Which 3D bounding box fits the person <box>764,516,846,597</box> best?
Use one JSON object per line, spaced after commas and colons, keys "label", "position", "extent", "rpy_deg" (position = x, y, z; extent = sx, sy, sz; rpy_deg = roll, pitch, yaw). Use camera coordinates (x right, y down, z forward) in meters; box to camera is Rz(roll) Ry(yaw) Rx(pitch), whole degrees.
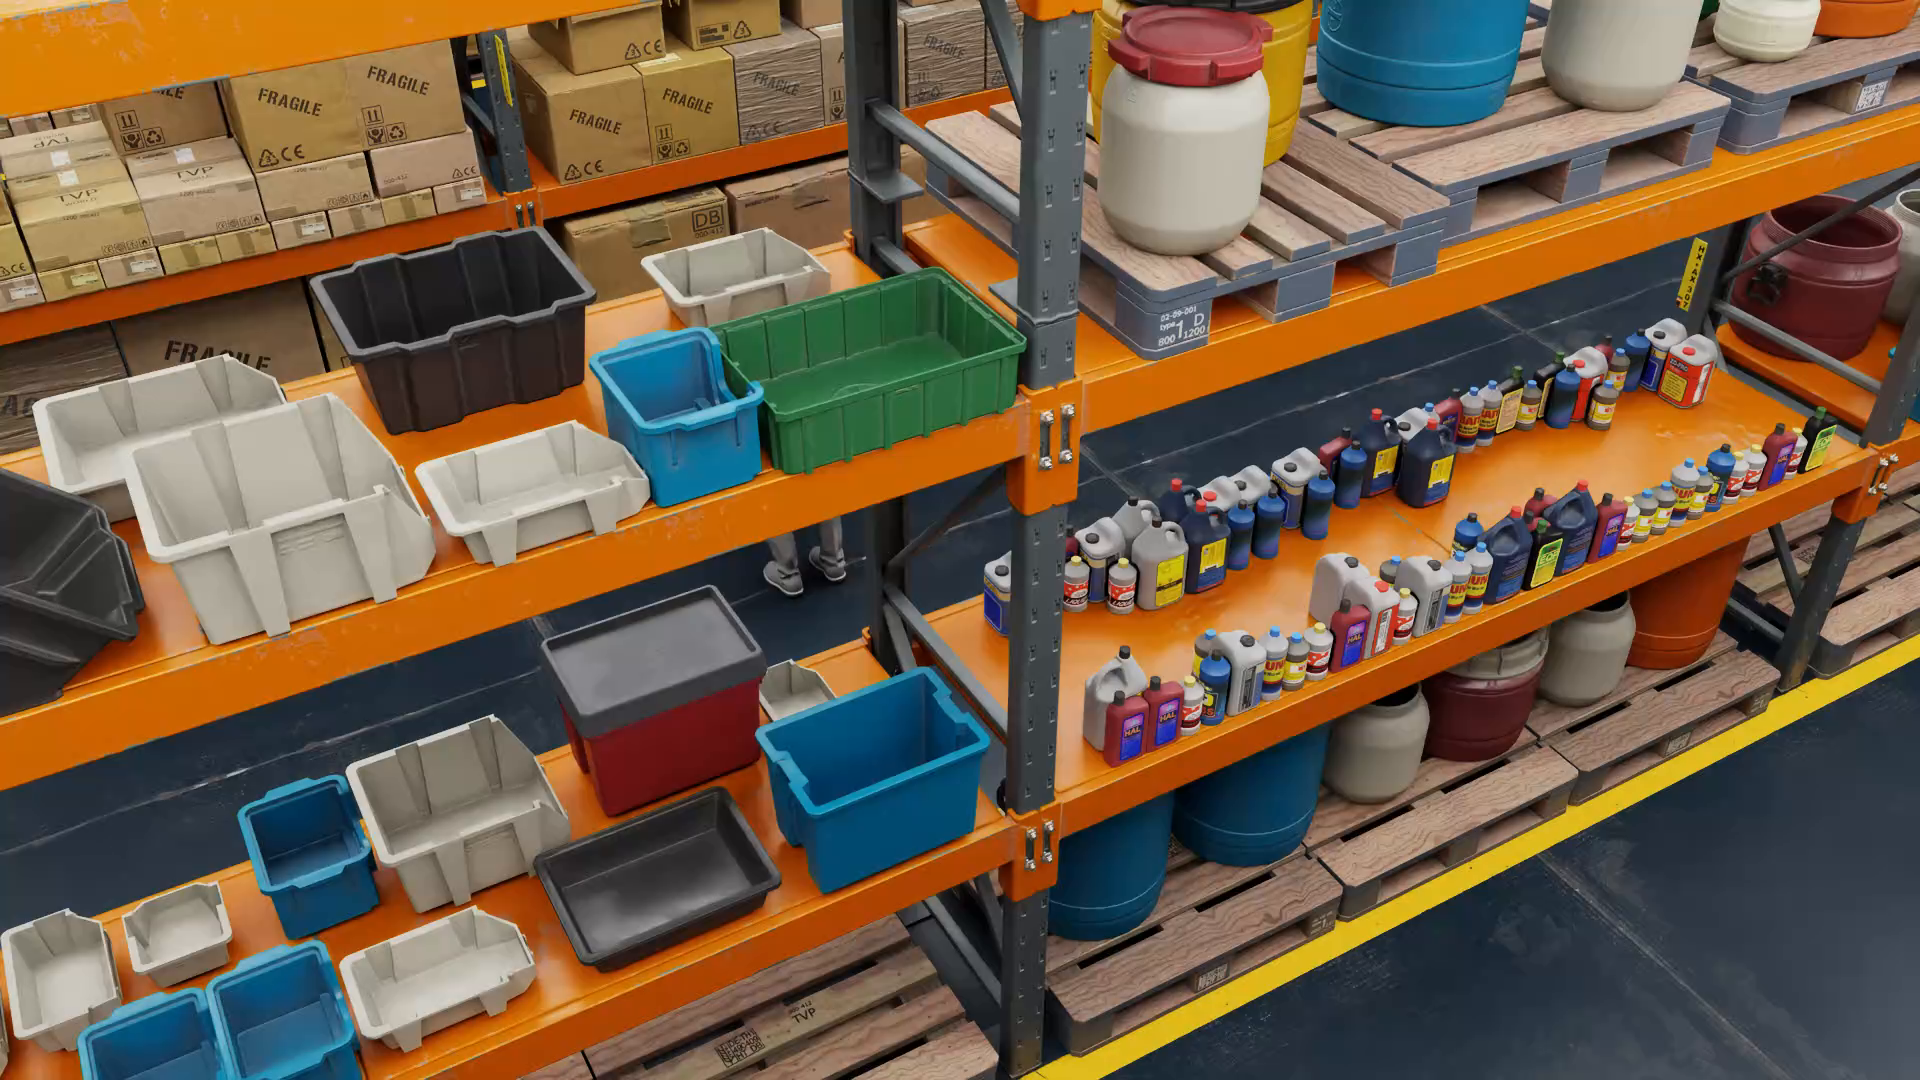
{"label": "person", "position": [-0.855, -0.451, 7.809], "extent": [0.421, 1.326, 0.866], "rpy_deg": [-21, 42, -25]}
